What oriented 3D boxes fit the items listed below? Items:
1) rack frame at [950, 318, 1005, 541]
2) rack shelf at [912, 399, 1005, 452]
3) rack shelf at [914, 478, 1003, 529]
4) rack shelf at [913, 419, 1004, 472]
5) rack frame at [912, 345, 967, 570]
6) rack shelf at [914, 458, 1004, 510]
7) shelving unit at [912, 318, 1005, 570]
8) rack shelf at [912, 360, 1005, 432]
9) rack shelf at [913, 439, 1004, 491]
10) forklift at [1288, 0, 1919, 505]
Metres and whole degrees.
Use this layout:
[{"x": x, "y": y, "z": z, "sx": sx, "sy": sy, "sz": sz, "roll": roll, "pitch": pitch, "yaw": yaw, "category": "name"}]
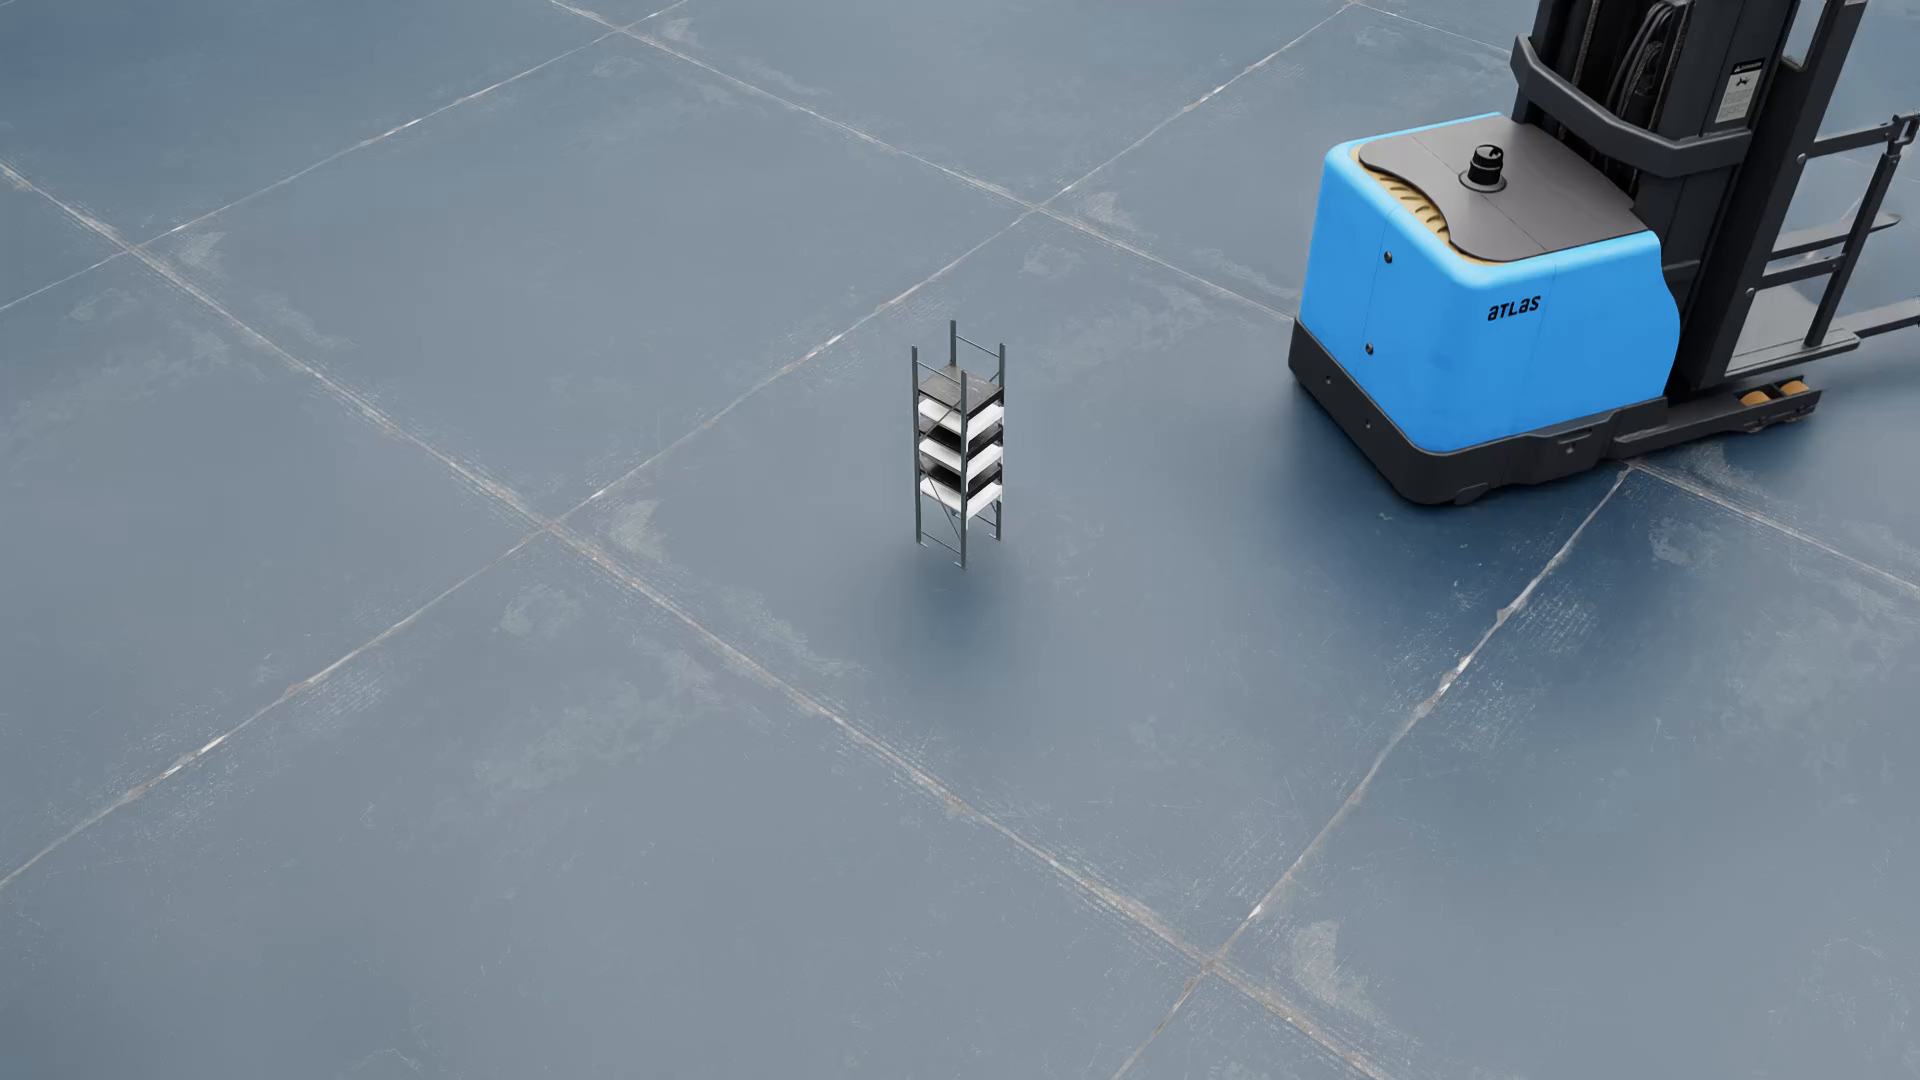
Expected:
[{"x": 0.060, "y": -0.381, "z": 6.000, "sx": 0.240, "sy": 0.900, "sz": 0.006, "roll": 29, "pitch": 50, "yaw": 28, "category": "rack frame"}, {"x": -0.005, "y": -0.437, "z": 5.844, "sx": 0.258, "sy": 0.077, "sz": 0.200, "roll": 29, "pitch": 50, "yaw": 28, "category": "rack shelf"}, {"x": -0.005, "y": -0.171, "z": 6.086, "sx": 0.258, "sy": 0.077, "sz": 0.200, "roll": 29, "pitch": 50, "yaw": 28, "category": "rack shelf"}, {"x": -0.005, "y": -0.371, "z": 5.905, "sx": 0.258, "sy": 0.077, "sz": 0.200, "roll": 29, "pitch": 50, "yaw": 28, "category": "rack shelf"}, {"x": -0.071, "y": -0.276, "z": 5.885, "sx": 0.240, "sy": 0.900, "sz": 0.006, "roll": 29, "pitch": 50, "yaw": 28, "category": "rack frame"}, {"x": -0.005, "y": -0.238, "z": 6.026, "sx": 0.258, "sy": 0.077, "sz": 0.200, "roll": 29, "pitch": 50, "yaw": 28, "category": "rack shelf"}, {"x": -0.005, "y": -0.329, "z": 5.943, "sx": 0.258, "sy": 0.900, "sz": 0.210, "roll": 29, "pitch": 50, "yaw": 28, "category": "shelving unit"}, {"x": -0.005, "y": -0.504, "z": 5.783, "sx": 0.258, "sy": 0.077, "sz": 0.200, "roll": 29, "pitch": 50, "yaw": 28, "category": "rack shelf"}, {"x": -0.005, "y": -0.304, "z": 5.965, "sx": 0.258, "sy": 0.077, "sz": 0.200, "roll": 29, "pitch": 50, "yaw": 28, "category": "rack shelf"}, {"x": 2.942, "y": -1.837, "z": 6.092, "sx": 3.031, "sy": 2.935, "sz": 1.130, "roll": -14, "pitch": 44, "yaw": -15, "category": "forklift"}]
